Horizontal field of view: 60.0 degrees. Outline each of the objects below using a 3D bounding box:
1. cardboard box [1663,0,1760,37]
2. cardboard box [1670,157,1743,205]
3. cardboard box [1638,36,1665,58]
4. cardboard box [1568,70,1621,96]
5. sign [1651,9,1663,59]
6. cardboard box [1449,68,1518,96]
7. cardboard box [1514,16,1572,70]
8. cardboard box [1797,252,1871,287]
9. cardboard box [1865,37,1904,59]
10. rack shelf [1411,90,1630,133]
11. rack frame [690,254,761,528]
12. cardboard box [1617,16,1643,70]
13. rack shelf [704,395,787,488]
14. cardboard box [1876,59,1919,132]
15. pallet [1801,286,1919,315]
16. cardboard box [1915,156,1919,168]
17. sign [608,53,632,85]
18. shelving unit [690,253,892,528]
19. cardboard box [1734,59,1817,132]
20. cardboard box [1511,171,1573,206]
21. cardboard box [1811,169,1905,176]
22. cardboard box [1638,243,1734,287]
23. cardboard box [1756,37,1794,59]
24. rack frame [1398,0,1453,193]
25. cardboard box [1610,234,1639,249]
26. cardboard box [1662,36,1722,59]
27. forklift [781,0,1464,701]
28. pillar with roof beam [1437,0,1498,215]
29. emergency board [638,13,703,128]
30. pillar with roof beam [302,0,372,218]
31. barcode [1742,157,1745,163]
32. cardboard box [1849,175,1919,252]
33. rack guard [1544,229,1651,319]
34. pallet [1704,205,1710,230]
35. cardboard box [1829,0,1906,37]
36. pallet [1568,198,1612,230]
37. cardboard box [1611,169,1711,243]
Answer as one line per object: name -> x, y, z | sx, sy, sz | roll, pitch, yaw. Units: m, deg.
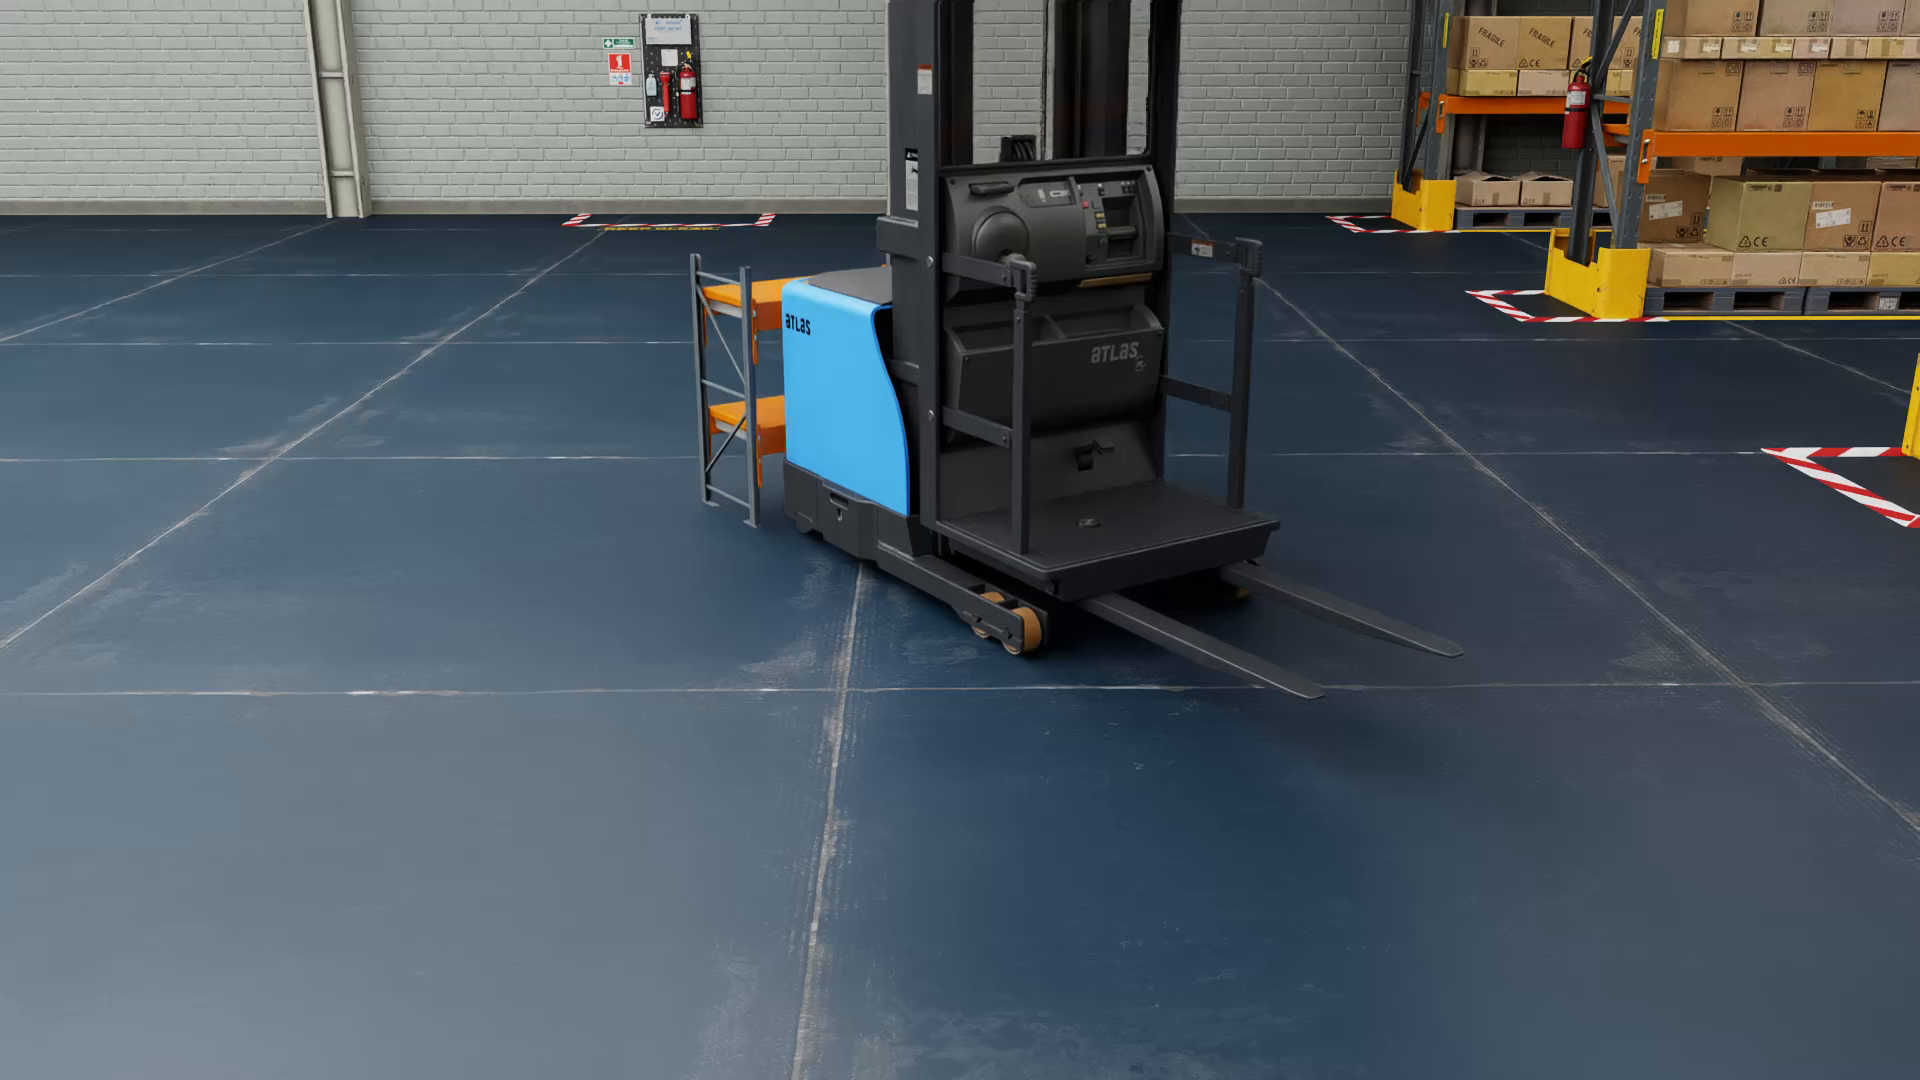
cardboard box -> 5.325, -3.873, 11.922 | 0.500, 0.500, 0.700 | 0, 18, -1
cardboard box -> 7.686, -3.743, 17.177 | 0.500, 0.500, 0.500 | -2, 18, -5
cardboard box -> 5.184, -3.625, 12.212 | 0.250, 0.149, 0.380 | -1, 18, -2
cardboard box -> 6.245, -4.573, 16.604 | 0.500, 0.250, 0.500 | -1, 18, -2
sign -> 4.808, -3.489, 11.467 | 0.005, 0.325, 0.100 | 0, 18, -1
cardboard box -> 5.216, -4.565, 16.581 | 0.500, 0.250, 0.500 | -1, 18, -2
cardboard box -> 5.700, -4.927, 16.480 | 0.500, 0.500, 0.500 | 0, 18, -1
cardboard box -> 6.345, -2.040, 12.310 | 0.500, 0.250, 0.500 | 0, 18, -1
cardboard box -> 6.489, -3.508, 11.847 | 0.250, 0.149, 0.380 | -1, 18, -2
rack shelf -> 6.723, -4.389, 16.996 | 4.000, 0.370, 1.077 | 0, 18, -1
rack frame -> -1.021, -0.652, 7.239 | 0.032, 1.125, 0.500 | -12, 21, -34
cardboard box -> 6.732, -4.933, 16.501 | 0.500, 0.500, 0.500 | 0, 18, 1
rack shelf -> -0.608, -0.509, 7.595 | 1.000, 0.278, 0.538 | -12, 21, -34
cardboard box -> 6.820, -3.263, 12.145 | 0.500, 0.500, 0.700 | 0, 18, 1
pallet -> 6.786, -1.902, 12.632 | 1.213, 0.211, 1.003 | 0, 18, -1
cardboard box -> 9.974, -3.787, 17.313 | 0.500, 0.500, 0.700 | -1, 18, -2
sign -> -3.616, -5.006, 17.683 | 0.234, 0.329, 0.001 | 0, 18, -1
shelving unit -> -0.608, -0.742, 7.520 | 1.048, 1.125, 0.538 | -12, 21, -34
cardboard box -> 5.797, -3.259, 12.132 | 0.500, 0.500, 0.700 | 0, 18, 1
cardboard box -> 5.987, -3.629, 17.133 | 0.500, 0.311, 0.500 | 1, 18, 4
cardboard box -> 6.836, -2.561, 12.708 | 0.500, 0.500, 0.500 | 0, 18, -1
cardboard box -> 5.345, -2.034, 12.292 | 0.500, 0.250, 0.500 | 0, 18, -1
cardboard box -> 5.714, -3.504, 11.835 | 0.250, 0.149, 0.380 | 0, 18, -1
rack frame -> 4.723, -4.722, 16.856 | 0.127, 3.000, 1.000 | 0, 18, -1
cardboard box -> 5.337, -2.192, 12.785 | 0.500, 0.250, 0.500 | 0, 18, -1
cardboard box -> 5.201, -3.501, 11.826 | 0.250, 0.149, 0.380 | 0, 18, -1
forklift -> 0.473, -1.160, 5.864 | 1.130, 2.935, 3.031 | -11, 21, -32
pillar with roof beam -> 5.478, -6.531, 12.675 | 0.400, 9.000, 9.100 | 0, 18, -1
emergency board -> -3.061, -4.960, 17.599 | 0.643, 1.169, 0.194 | 0, 18, -1
pillar with roof beam -> -6.521, -6.473, 12.495 | 0.400, 9.000, 9.100 | 0, 18, -1
barcode -> 8.179, -3.983, 17.402 | 0.075, 0.075, 0.001 | 0, 18, -1
cardboard box -> 6.845, -2.398, 12.197 | 0.500, 0.500, 0.500 | 0, 18, -1
rack guard -> 4.781, -2.018, 12.521 | 0.348, 0.500, 1.175 | 0, 18, -1
pallet -> 8.052, -3.399, 17.298 | 1.213, 0.211, 1.003 | 0, 18, -1
cardboard box -> 6.355, -3.880, 11.943 | 0.500, 0.500, 0.700 | 0, 18, -1
pallet -> 6.829, -3.392, 17.277 | 1.213, 0.211, 1.003 | 0, 18, -1
cardboard box -> 5.337, -2.550, 12.672 | 0.500, 0.500, 0.500 | 0, 18, -1
